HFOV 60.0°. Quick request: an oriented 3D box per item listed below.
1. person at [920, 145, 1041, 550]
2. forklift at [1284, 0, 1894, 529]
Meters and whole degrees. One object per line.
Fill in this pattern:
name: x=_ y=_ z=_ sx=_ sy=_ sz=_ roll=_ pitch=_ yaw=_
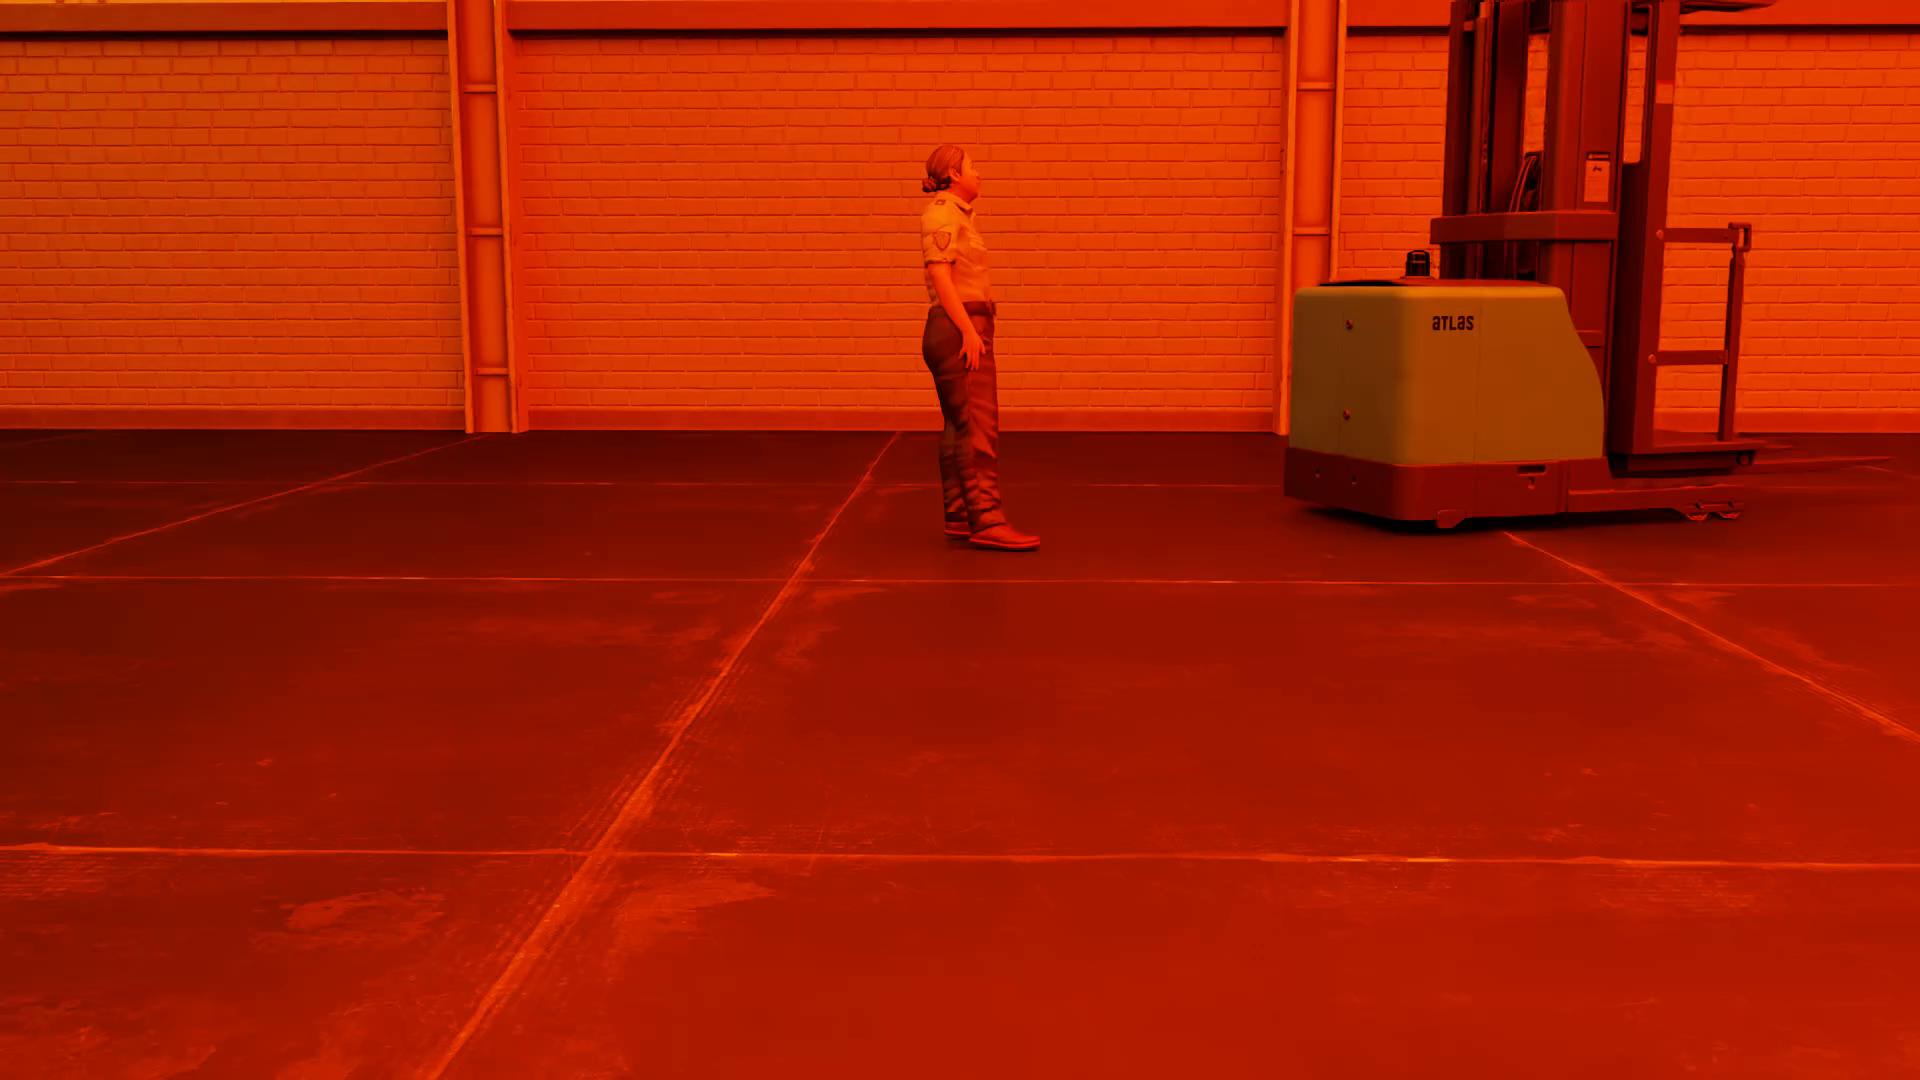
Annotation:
person: x=0.090 y=-0.817 z=6.977 sx=0.502 sy=1.651 sz=0.598 roll=0 pitch=9 yaw=1
forklift: x=3.147 y=-1.608 z=7.950 sx=3.031 sy=2.935 sz=1.130 roll=-3 pitch=9 yaw=-20
